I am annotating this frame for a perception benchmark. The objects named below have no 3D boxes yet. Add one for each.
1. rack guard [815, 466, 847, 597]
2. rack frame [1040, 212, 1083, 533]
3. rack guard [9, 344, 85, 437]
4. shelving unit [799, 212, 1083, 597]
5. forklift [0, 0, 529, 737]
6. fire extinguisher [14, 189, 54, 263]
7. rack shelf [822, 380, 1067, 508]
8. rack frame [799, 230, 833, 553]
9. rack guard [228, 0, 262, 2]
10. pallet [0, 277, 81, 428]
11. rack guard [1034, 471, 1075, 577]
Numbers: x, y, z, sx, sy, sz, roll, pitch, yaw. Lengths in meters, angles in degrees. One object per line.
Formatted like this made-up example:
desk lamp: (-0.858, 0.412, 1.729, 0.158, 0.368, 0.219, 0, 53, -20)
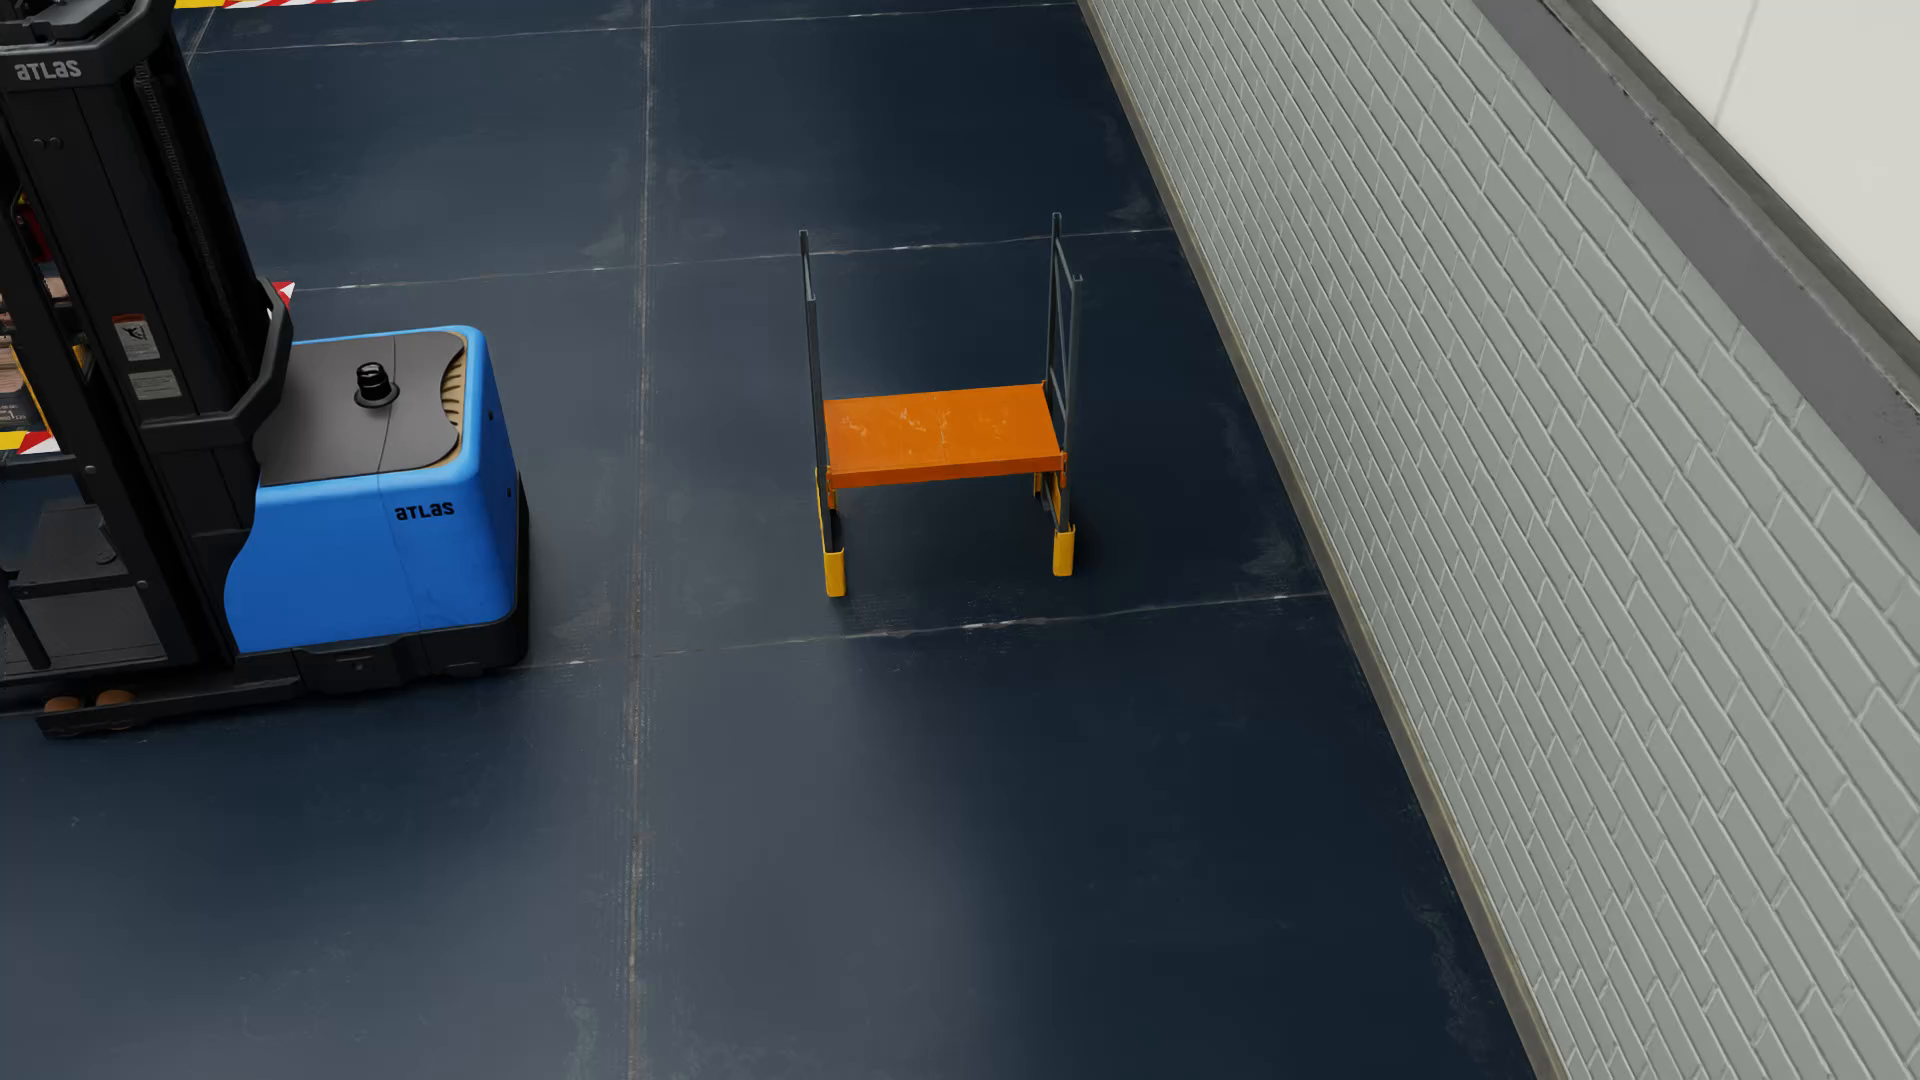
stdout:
rack guard: (-0.569, -0.043, 7.326, 0.087, 0.250, 0.587, -5, 42, -6)
rack frame: (0.419, -0.594, 7.004, 0.032, 1.500, 0.500, -5, 42, -6)
rack guard: (-4.311, -1.079, 8.288, 0.348, 0.500, 1.175, -5, 42, -6)
shelving unit: (-0.076, -0.550, 6.955, 1.083, 1.500, 0.587, -5, 42, -6)
forklift: (-3.354, -0.694, 6.046, 3.031, 2.935, 1.130, -7, 43, -8)
fire extinguisher: (-4.124, -1.540, 7.270, 0.183, 0.674, 0.296, -5, 42, -6)
rack shelf: (-0.085, -0.416, 7.075, 1.000, 0.185, 0.538, -5, 42, -6)
rack frame: (-0.589, -0.505, 6.906, 0.032, 1.500, 0.500, -5, 42, -6)
rack guard: (-5.047, -4.352, 11.916, 0.348, 0.500, 1.175, -5, 42, -6)
pallet: (-5.156, -0.915, 8.322, 1.213, 0.211, 1.003, -5, 42, -6)
rack guard: (0.418, -0.129, 7.422, 0.087, 0.250, 0.587, -5, 42, -6)
